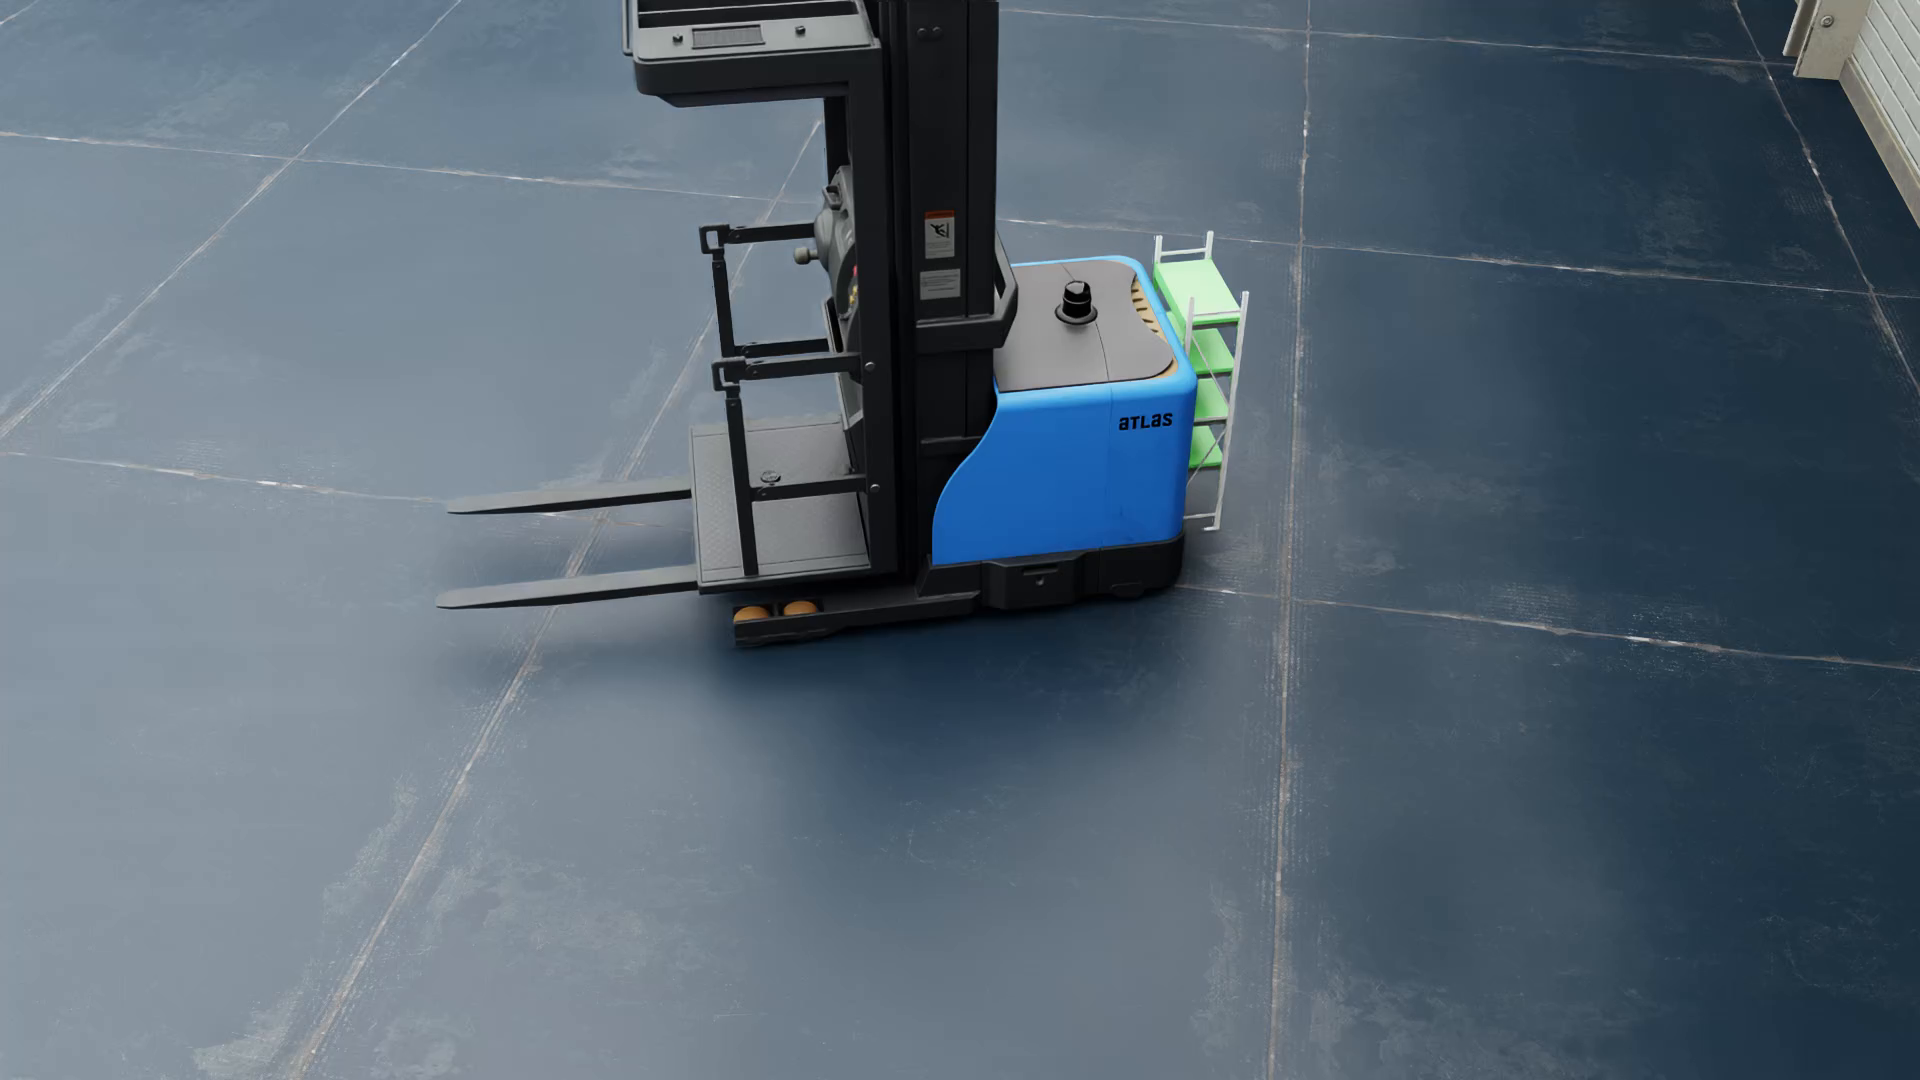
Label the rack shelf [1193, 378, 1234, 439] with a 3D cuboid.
[{"bbox_3d":[0.976,-0.604,7.140,0.258,0.148,0.480,-6,40,-8],"label":"rack shelf"}]

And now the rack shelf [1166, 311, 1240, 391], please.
[{"bbox_3d":[0.976,-0.789,6.987,0.258,0.148,0.480,-6,40,-8],"label":"rack shelf"}]

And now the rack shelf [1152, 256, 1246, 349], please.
[{"bbox_3d":[0.976,-0.974,6.834,0.258,0.148,0.480,-6,40,-8],"label":"rack shelf"}]

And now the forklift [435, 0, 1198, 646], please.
[{"bbox_3d":[-0.639,-1.062,6.235,3.031,2.935,1.130,-6,40,-7],"label":"forklift"}]

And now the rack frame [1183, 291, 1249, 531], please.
[{"bbox_3d":[1.018,-0.500,6.914,0.240,1.200,0.015,-6,40,-8],"label":"rack frame"}]

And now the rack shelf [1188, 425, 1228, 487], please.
[{"bbox_3d":[0.976,-0.419,7.293,0.258,0.148,0.480,-6,40,-8],"label":"rack shelf"}]

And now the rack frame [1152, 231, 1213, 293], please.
[{"bbox_3d":[0.934,-0.807,7.284,0.240,1.200,0.015,-6,40,-8],"label":"rack frame"}]

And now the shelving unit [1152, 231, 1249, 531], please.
[{"bbox_3d":[0.976,-0.654,7.099,0.258,1.200,0.503,-6,40,-8],"label":"shelving unit"}]

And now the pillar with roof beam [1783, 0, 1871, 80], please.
[{"bbox_3d":[1.436,-7.098,8.773,9.100,9.000,0.400,6,40,8],"label":"pillar with roof beam"}]
